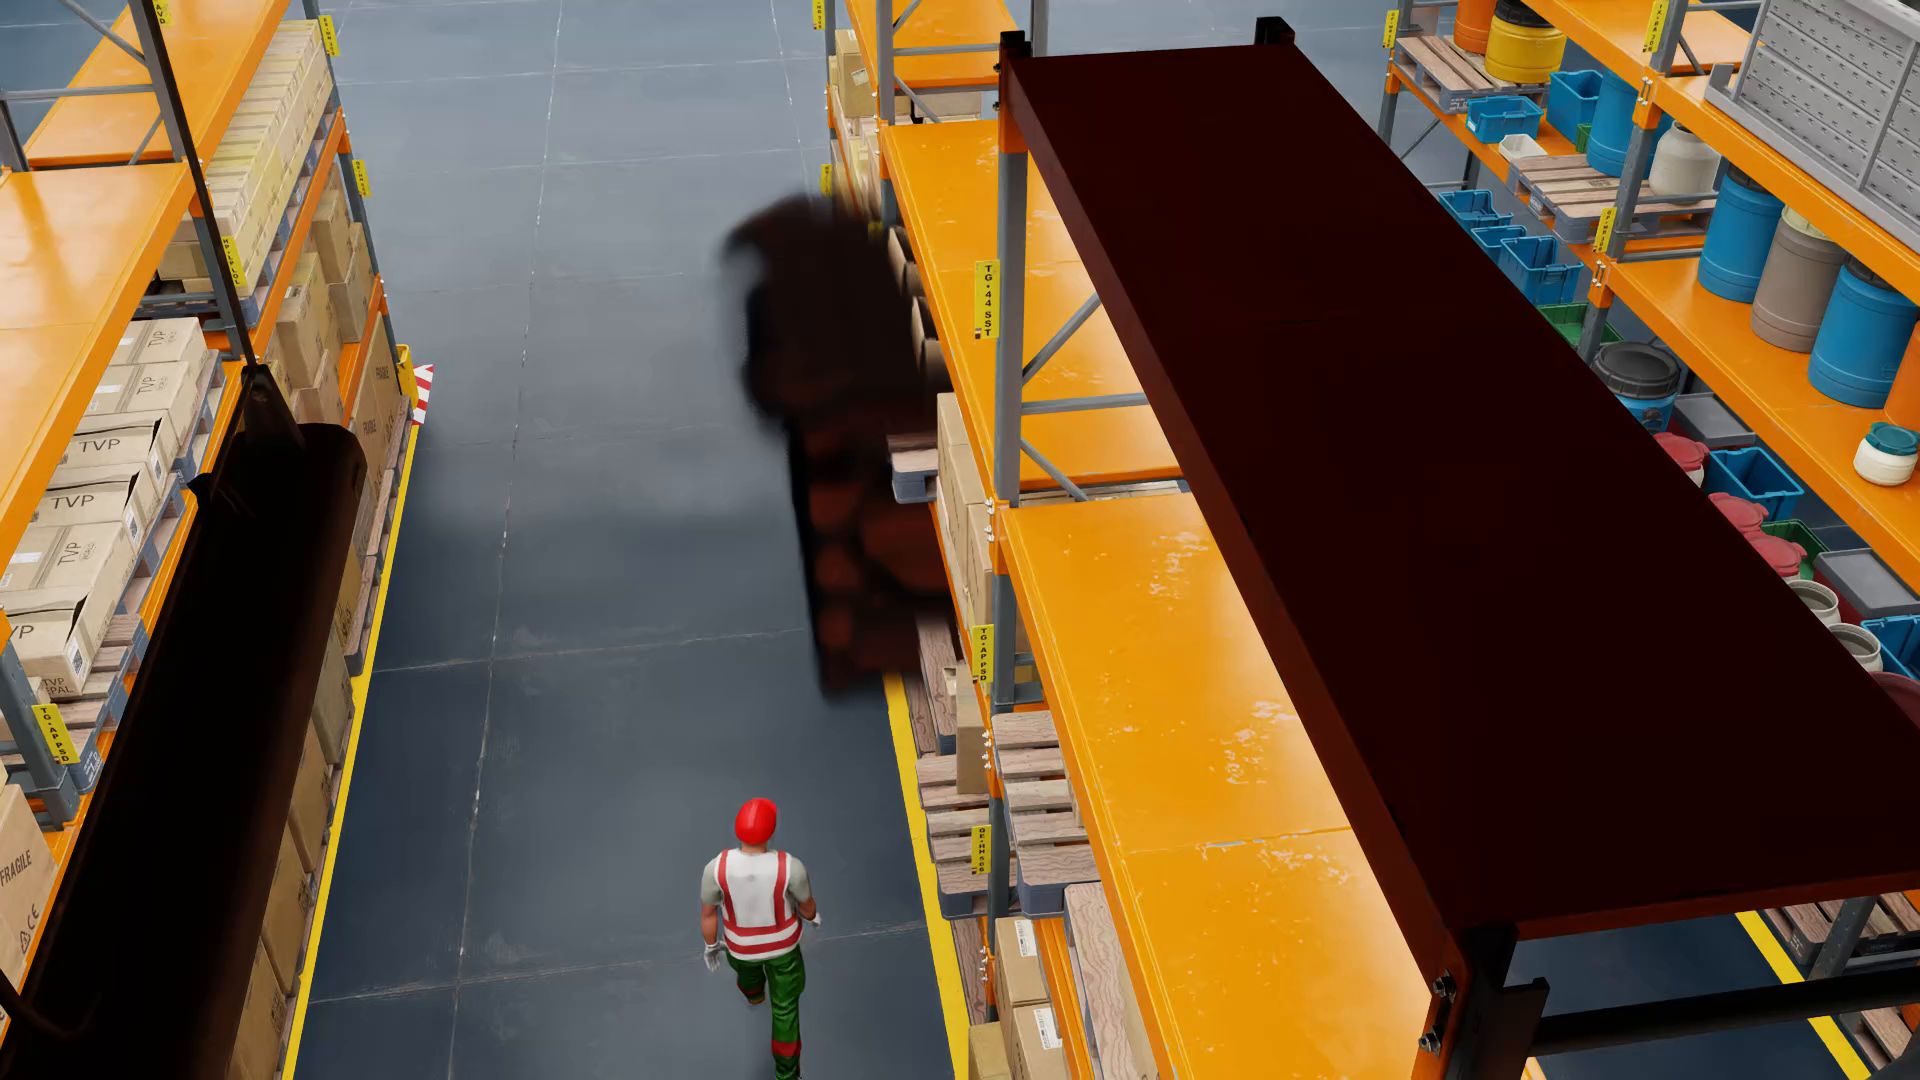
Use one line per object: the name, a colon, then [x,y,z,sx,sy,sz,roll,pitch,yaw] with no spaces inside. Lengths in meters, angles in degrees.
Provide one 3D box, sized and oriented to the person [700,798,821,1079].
person: [-1.037,2.022,8.705,0.624,1.752,0.964,-5,37,-7]
